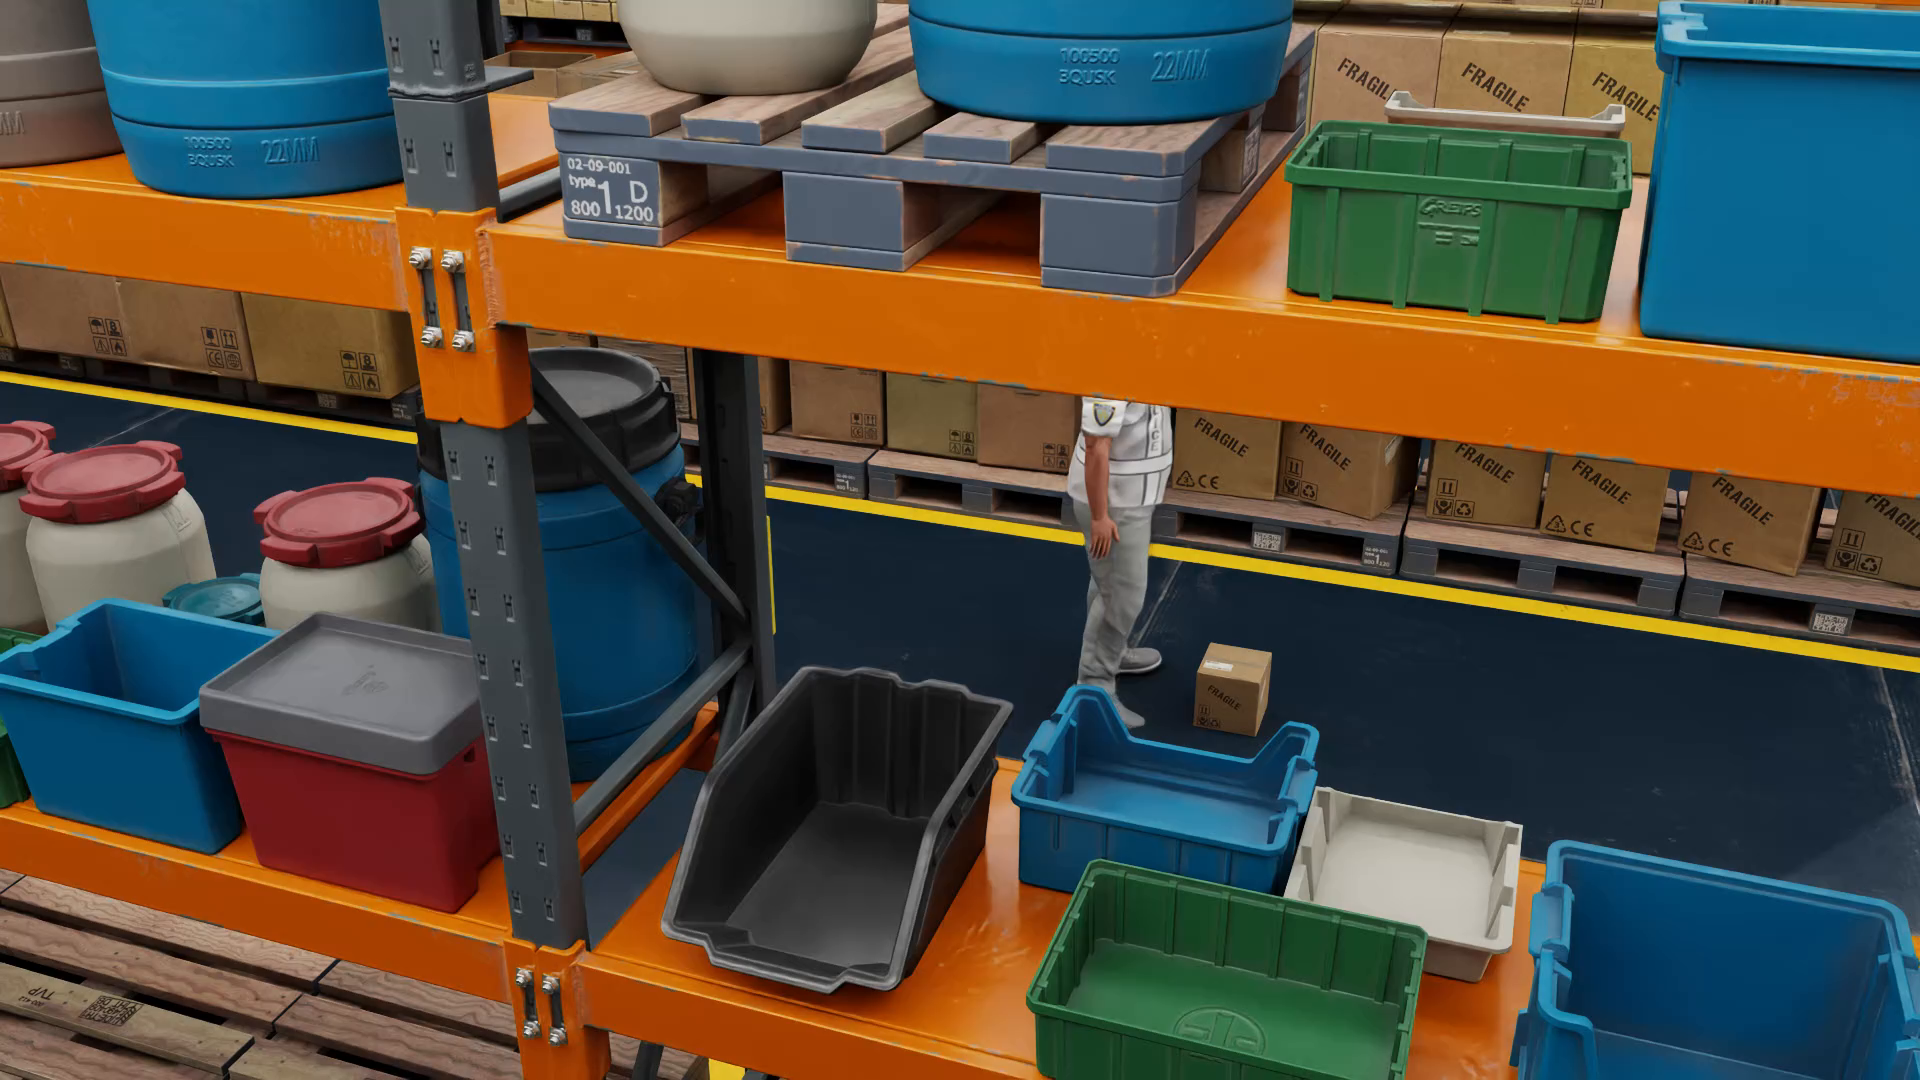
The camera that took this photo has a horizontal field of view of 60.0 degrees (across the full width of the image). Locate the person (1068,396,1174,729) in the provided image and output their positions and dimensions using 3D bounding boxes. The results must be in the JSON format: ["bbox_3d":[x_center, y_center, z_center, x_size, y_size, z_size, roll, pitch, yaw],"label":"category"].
[{"bbox_3d":[0.628,-0.162,6.465,0.416,1.787,0.635,3,26,6],"label":"person"}]
